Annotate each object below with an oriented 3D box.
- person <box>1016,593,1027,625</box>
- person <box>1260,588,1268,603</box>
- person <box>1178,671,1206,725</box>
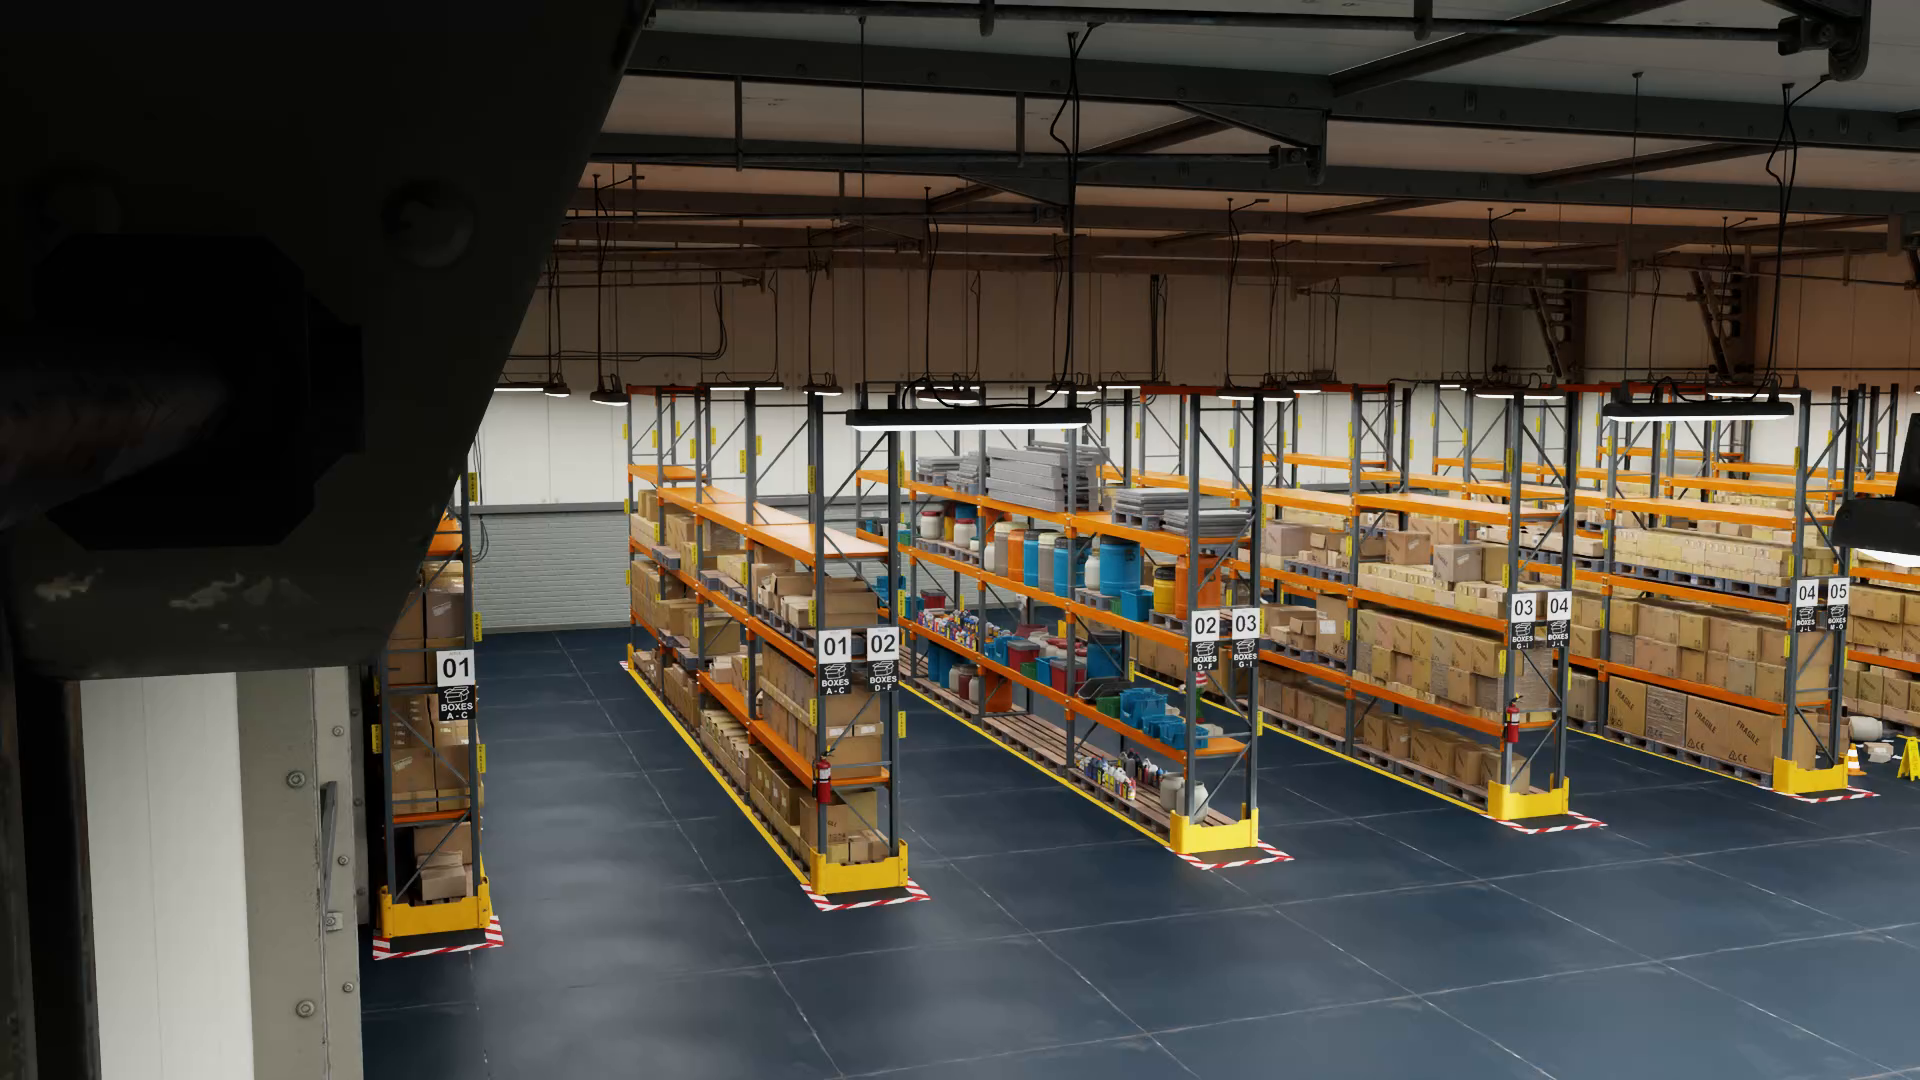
[{"bbox_3d":[1.443,1.621,37.487,0.357,1.690,0.534,-2,6,-15],"label":"person"},{"bbox_3d":[6.158,1.899,34.584,0.596,1.821,0.426,5,8,39],"label":"person"},{"bbox_3d":[4.000,2.515,28.437,0.468,1.828,0.554,3,7,30],"label":"person"}]
